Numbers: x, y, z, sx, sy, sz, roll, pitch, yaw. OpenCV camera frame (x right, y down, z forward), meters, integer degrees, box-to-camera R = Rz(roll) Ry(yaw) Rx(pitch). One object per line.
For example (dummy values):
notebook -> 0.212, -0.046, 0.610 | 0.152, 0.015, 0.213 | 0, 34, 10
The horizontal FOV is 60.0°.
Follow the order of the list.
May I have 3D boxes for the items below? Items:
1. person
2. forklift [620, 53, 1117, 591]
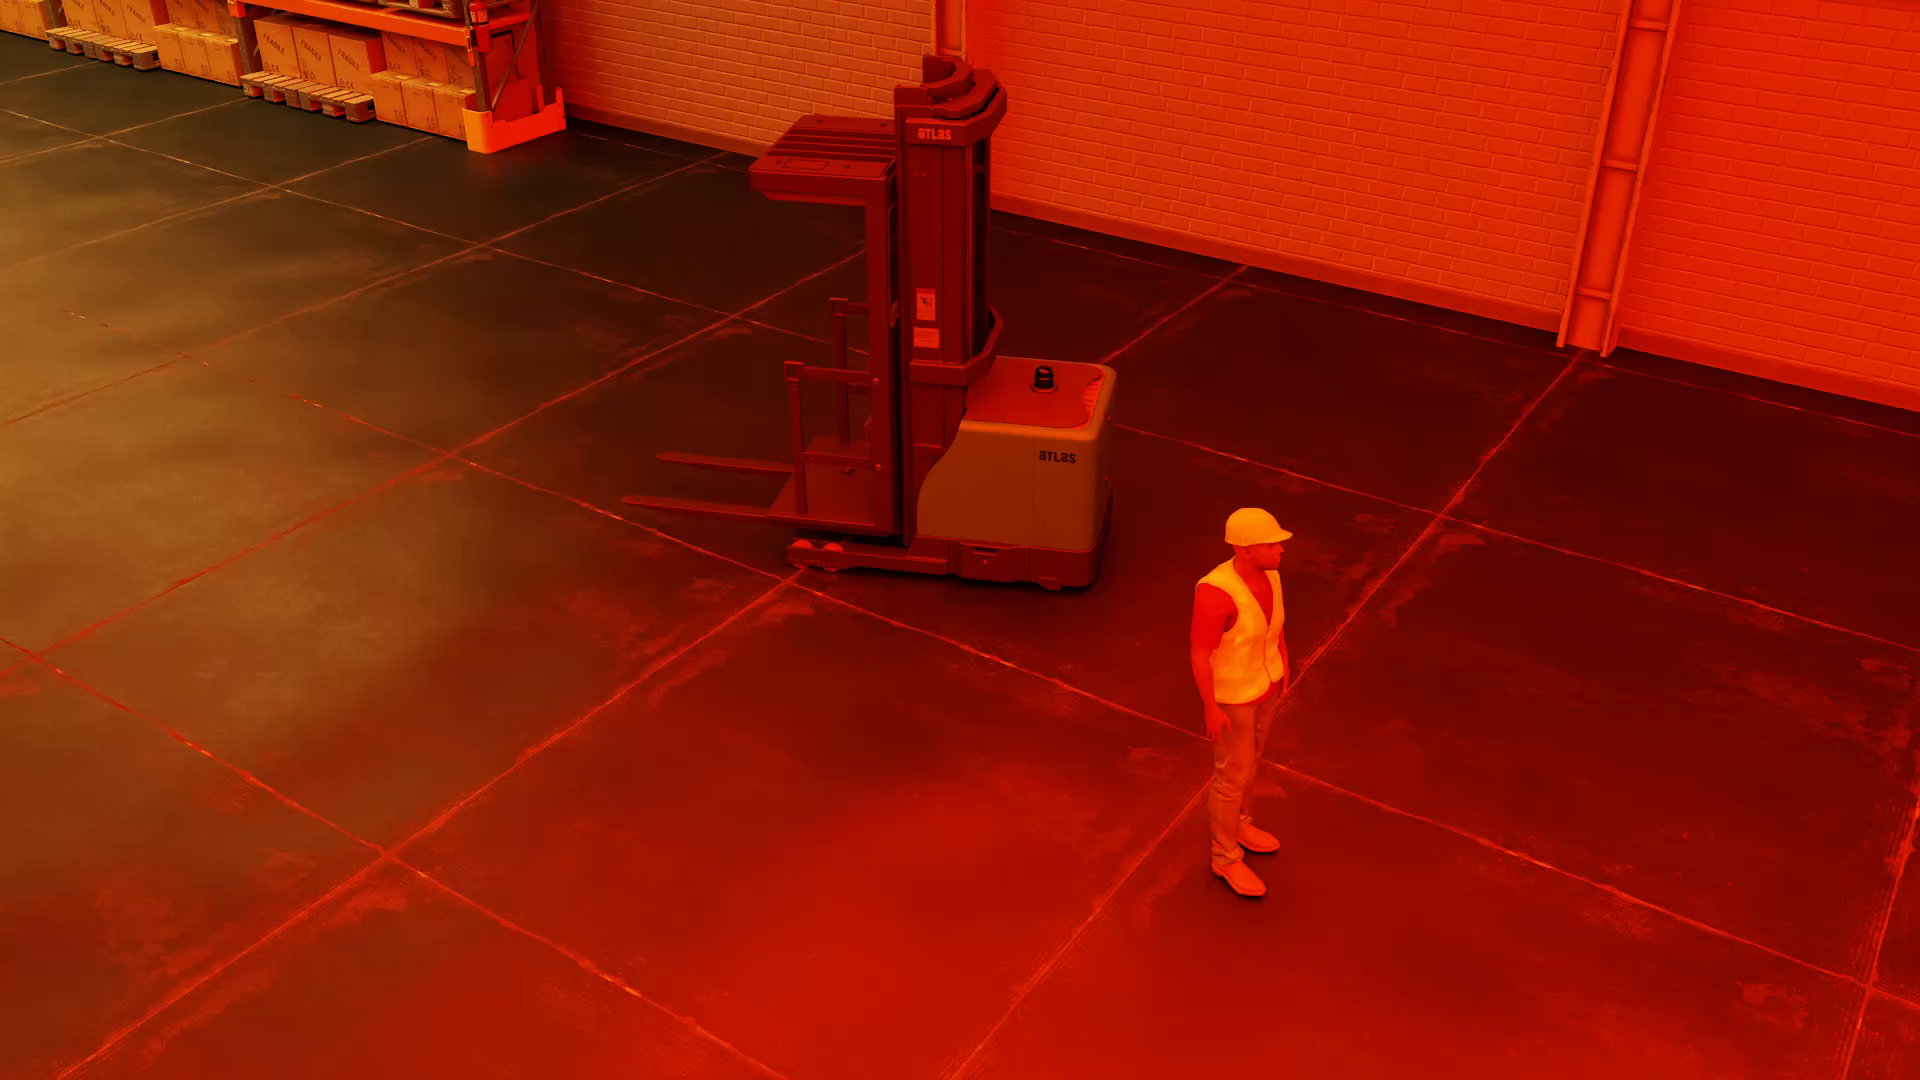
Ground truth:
person -> 1.344, 0.692, 7.536 | 0.575, 1.768, 0.665 | 23, 37, 34
forklift -> -0.596, -1.330, 9.871 | 3.031, 2.935, 1.130 | 6, 31, 10
